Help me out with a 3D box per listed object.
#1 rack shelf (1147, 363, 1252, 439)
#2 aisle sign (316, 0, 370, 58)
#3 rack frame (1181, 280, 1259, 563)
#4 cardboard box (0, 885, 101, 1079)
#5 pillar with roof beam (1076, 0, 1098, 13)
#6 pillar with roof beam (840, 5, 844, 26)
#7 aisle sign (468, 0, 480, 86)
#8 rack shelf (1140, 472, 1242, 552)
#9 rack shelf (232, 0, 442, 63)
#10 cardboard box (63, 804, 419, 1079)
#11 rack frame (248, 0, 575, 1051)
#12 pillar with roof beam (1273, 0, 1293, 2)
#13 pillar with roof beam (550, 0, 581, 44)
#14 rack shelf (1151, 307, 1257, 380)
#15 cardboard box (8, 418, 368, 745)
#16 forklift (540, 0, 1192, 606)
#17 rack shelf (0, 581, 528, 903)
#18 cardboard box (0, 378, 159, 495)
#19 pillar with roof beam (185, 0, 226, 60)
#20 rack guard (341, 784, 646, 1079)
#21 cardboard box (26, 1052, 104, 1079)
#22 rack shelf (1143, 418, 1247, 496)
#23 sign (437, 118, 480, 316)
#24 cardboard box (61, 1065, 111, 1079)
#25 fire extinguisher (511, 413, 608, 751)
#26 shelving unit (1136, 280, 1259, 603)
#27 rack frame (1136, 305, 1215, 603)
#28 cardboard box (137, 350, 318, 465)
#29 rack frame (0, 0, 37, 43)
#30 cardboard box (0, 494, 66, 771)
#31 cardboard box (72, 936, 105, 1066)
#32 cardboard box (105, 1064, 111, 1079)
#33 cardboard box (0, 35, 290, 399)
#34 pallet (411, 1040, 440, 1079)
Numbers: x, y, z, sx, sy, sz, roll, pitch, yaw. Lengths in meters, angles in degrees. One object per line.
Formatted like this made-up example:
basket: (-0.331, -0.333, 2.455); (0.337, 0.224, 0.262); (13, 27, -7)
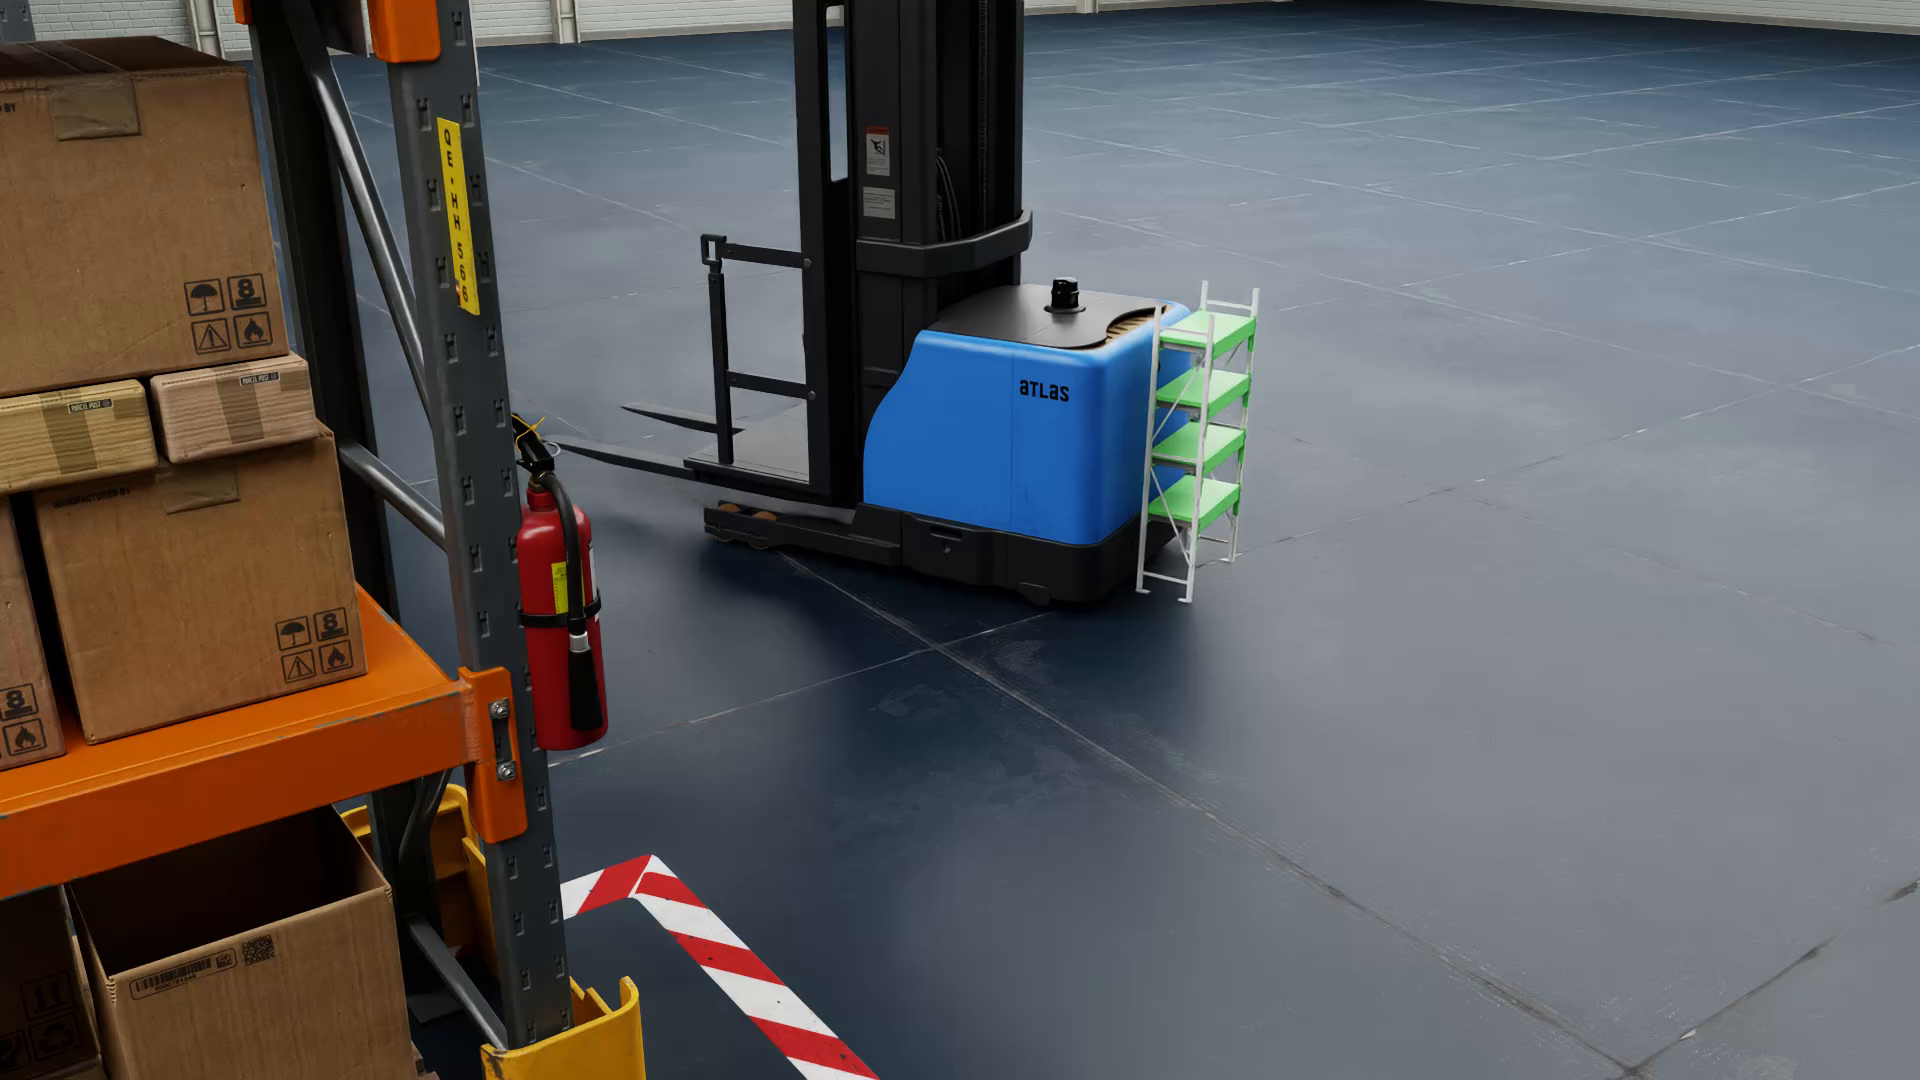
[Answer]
rack shelf: (0.970, -0.566, 6.711); (0.258, 0.148, 0.480); (13, 25, 26)
aisle sign: (-1.293, -1.386, 3.314); (0.004, 0.787, 0.394); (-15, 26, -33)
rack frame: (1.085, -0.482, 6.976); (0.240, 1.200, 0.015); (13, 25, 26)
cardboard box: (-2.137, 0.820, 3.426); (0.500, 0.500, 0.500); (-15, 26, -33)
pillar with roof beam: (5.265, -14.333, 31.174); (0.400, 9.000, 9.100); (-15, 26, -33)
pillar with roof beam: (0.395, -13.035, 27.919); (0.400, 9.000, 9.100); (-15, 26, -33)
aisle sign: (-0.942, -1.205, 2.861); (0.004, 0.787, 0.394); (-15, 26, -33)
rack shelf: (0.960, -0.122, 6.894); (0.258, 0.148, 0.480); (13, 25, 26)
rack shelf: (-2.791, -0.698, 2.022); (4.000, 0.370, 1.077); (-15, 26, -33)
cardboard box: (-1.429, 0.868, 3.307); (0.500, 0.500, 0.500); (-15, 26, -33)
rack frame: (-1.167, -0.072, 3.529); (0.127, 3.000, 1.000); (-15, 26, -33)
pillar with roof beam: (10.136, -15.632, 34.429); (0.400, 9.000, 9.100); (-15, 26, -33)
pillar with roof beam: (-4.476, -11.736, 24.665); (0.400, 9.000, 9.100); (-15, 26, -33)
rack shelf: (0.975, -0.787, 6.619); (0.258, 0.148, 0.480); (13, 25, 26)
cardboard box: (-1.554, -0.021, 3.267); (0.500, 0.500, 0.700); (-15, 26, -33)
forklift: (-0.548, -1.475, 7.138); (3.031, 2.935, 1.130); (12, 25, 27)
rack shelf: (-2.791, 0.695, 2.577); (4.000, 0.370, 1.077); (-15, 26, -33)
cardboard box: (-1.578, -0.222, 2.896); (0.250, 0.149, 0.380); (-14, 26, -32)
pillar with roof beam: (-9.346, -10.437, 21.410); (0.400, 9.000, 9.100); (-15, 26, -33)
rack guard: (-1.148, 1.084, 4.005); (0.348, 0.500, 1.175); (-15, 26, -33)
cardboard box: (-2.136, 1.169, 3.564); (0.500, 0.250, 0.500); (-15, 26, -33)
rack shelf: (0.965, -0.344, 6.803); (0.258, 0.148, 0.480); (13, 25, 26)
sign: (-0.862, -0.553, 2.854); (0.005, 0.325, 0.100); (-15, 26, -33)
cardboard box: (-1.829, 1.327, 3.167); (0.500, 0.250, 0.500); (-15, 26, -33)
fire extinguisher: (-0.800, 0.078, 3.257); (0.183, 0.674, 0.296); (-15, 26, -33)
shelving unit: (0.966, -0.403, 6.778); (0.258, 1.200, 0.503); (13, 25, 26)
rack frame: (0.847, -0.324, 6.580); (0.240, 1.200, 0.015); (13, 25, 26)
cardboard box: (-1.366, -0.279, 3.039); (0.250, 0.149, 0.380); (-15, 26, -34)
rack frame: (-4.057, -1.563, 7.265); (0.127, 3.000, 1.000); (-15, 26, -33)
cardboard box: (-1.977, 0.094, 2.978); (0.500, 0.500, 0.700); (-14, 26, -31)
cardboard box: (-1.733, 1.059, 3.838); (0.500, 0.250, 0.500); (-15, 26, -33)
cardboard box: (-1.430, 1.215, 3.447); (0.500, 0.250, 0.500); (-15, 26, -33)
cardboard box: (-1.597, -0.612, 2.998); (0.500, 0.500, 0.700); (-15, 26, -33)
pallet: (-1.764, 1.401, 3.599); (1.213, 0.211, 1.003); (-15, 26, -33)
